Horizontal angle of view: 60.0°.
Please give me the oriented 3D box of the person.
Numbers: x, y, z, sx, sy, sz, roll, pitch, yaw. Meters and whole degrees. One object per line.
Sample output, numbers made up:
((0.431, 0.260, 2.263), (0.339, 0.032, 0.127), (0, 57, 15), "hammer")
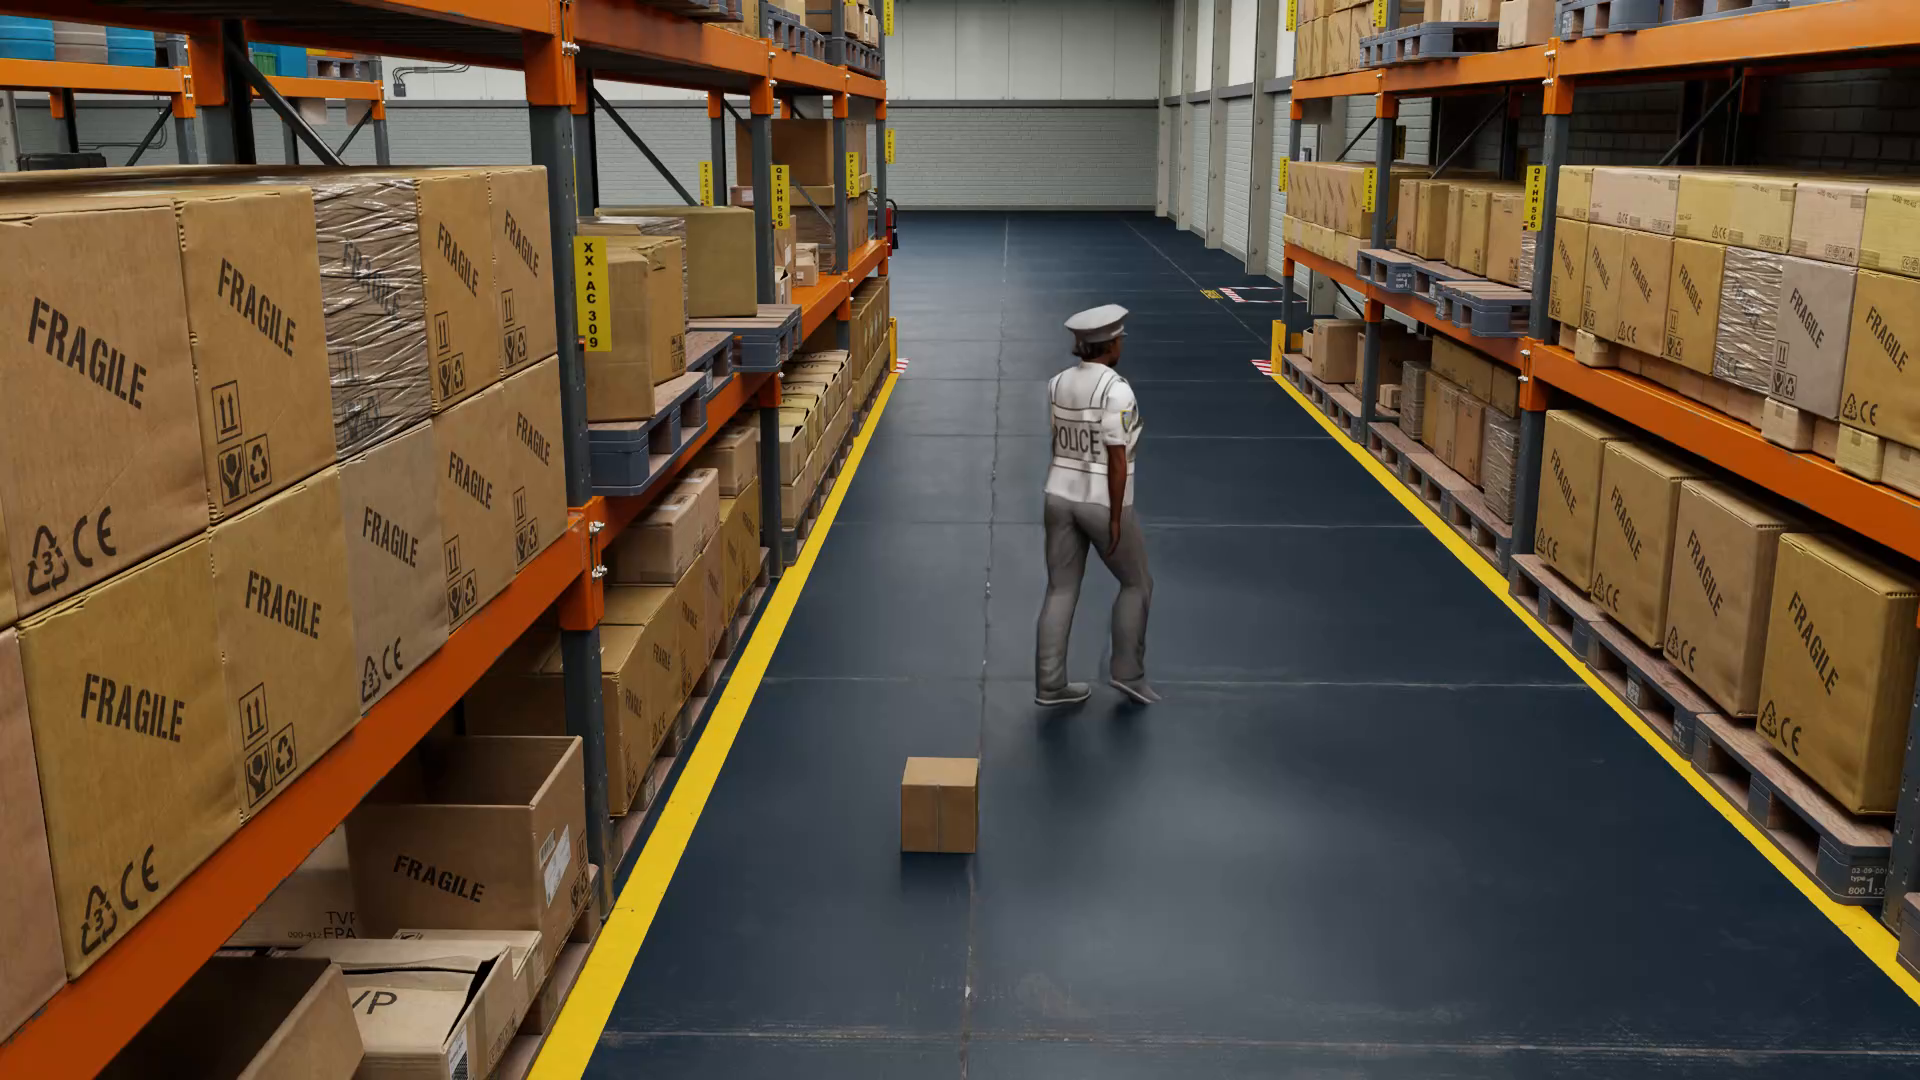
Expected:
((0.543, -0.101, 6.944), (0.469, 1.744, 0.568), (12, 19, 41), "person")
